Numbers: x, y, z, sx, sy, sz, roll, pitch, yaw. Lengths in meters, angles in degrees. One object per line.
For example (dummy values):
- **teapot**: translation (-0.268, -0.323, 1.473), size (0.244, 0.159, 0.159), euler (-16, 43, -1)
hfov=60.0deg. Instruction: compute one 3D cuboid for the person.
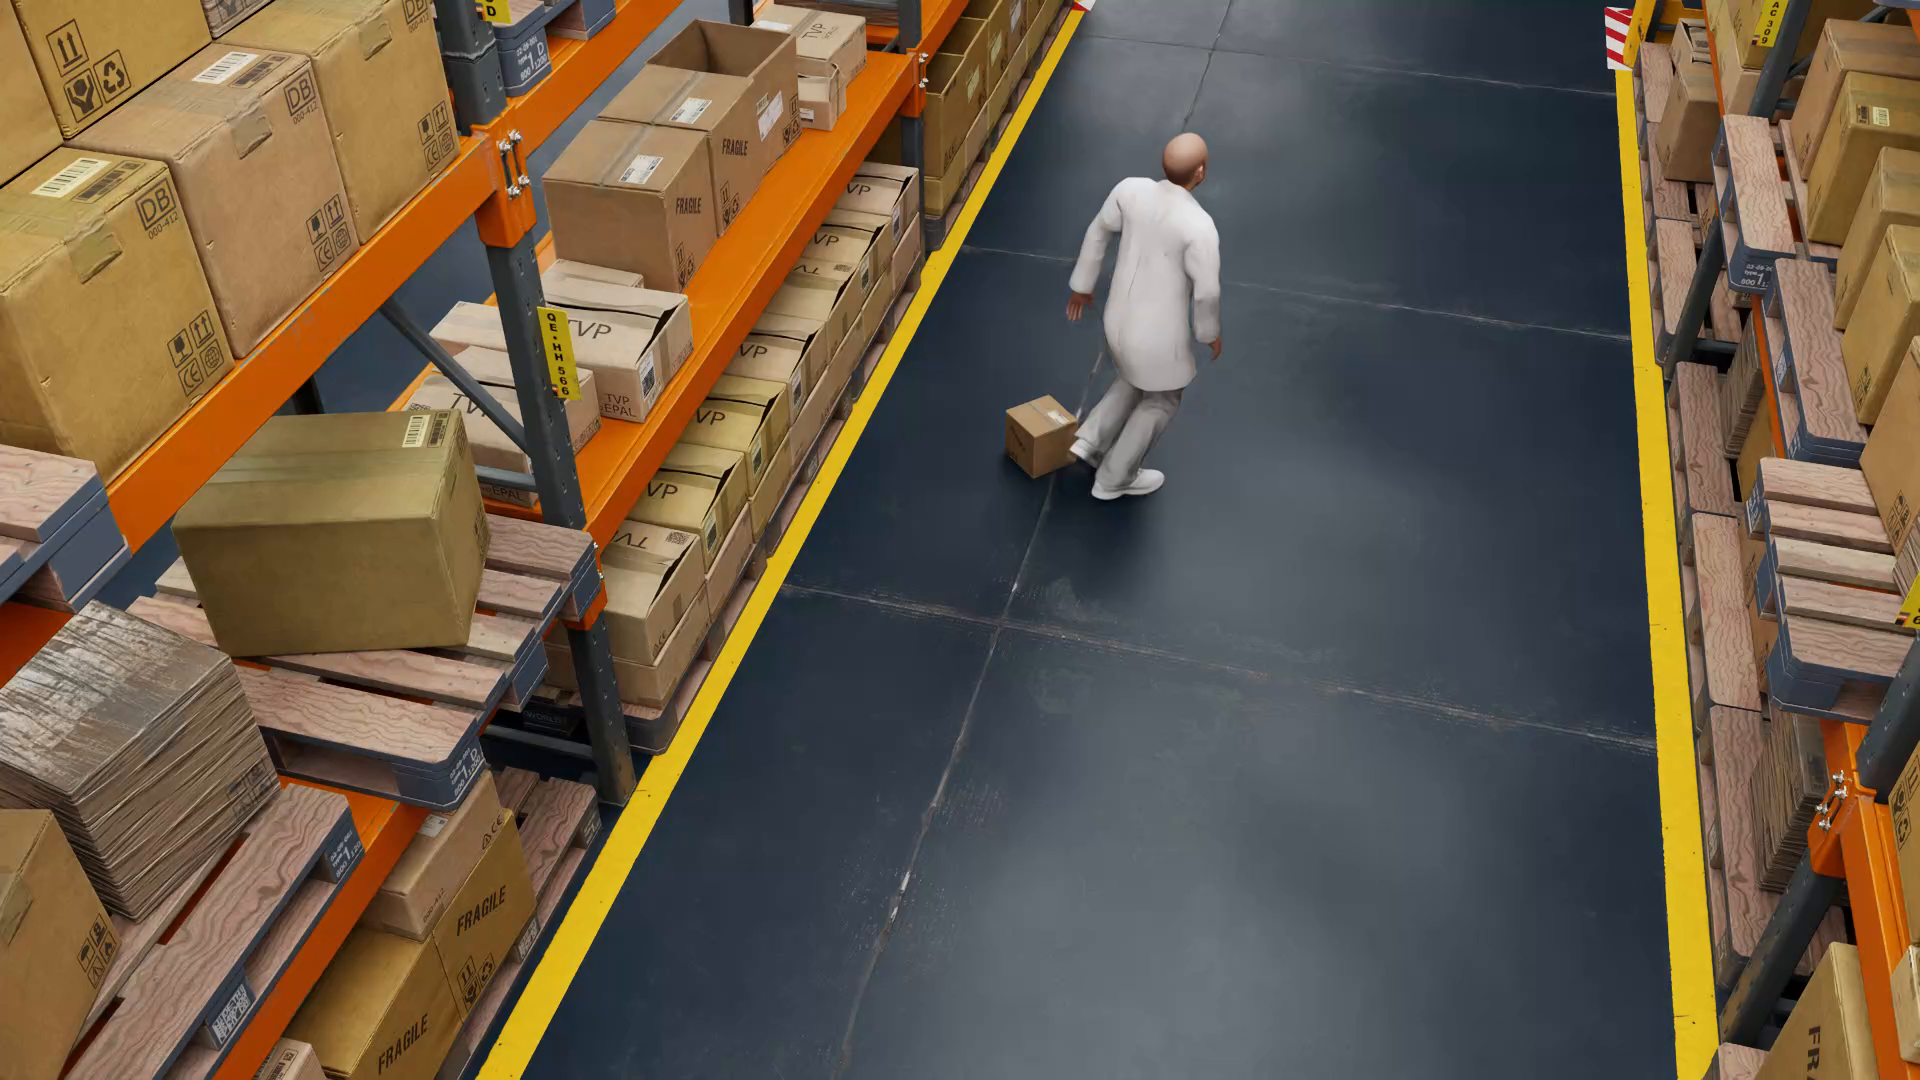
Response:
- **person**: translation (0.780, -0.958, 7.338), size (0.615, 1.721, 0.733), euler (-25, 46, -26)
